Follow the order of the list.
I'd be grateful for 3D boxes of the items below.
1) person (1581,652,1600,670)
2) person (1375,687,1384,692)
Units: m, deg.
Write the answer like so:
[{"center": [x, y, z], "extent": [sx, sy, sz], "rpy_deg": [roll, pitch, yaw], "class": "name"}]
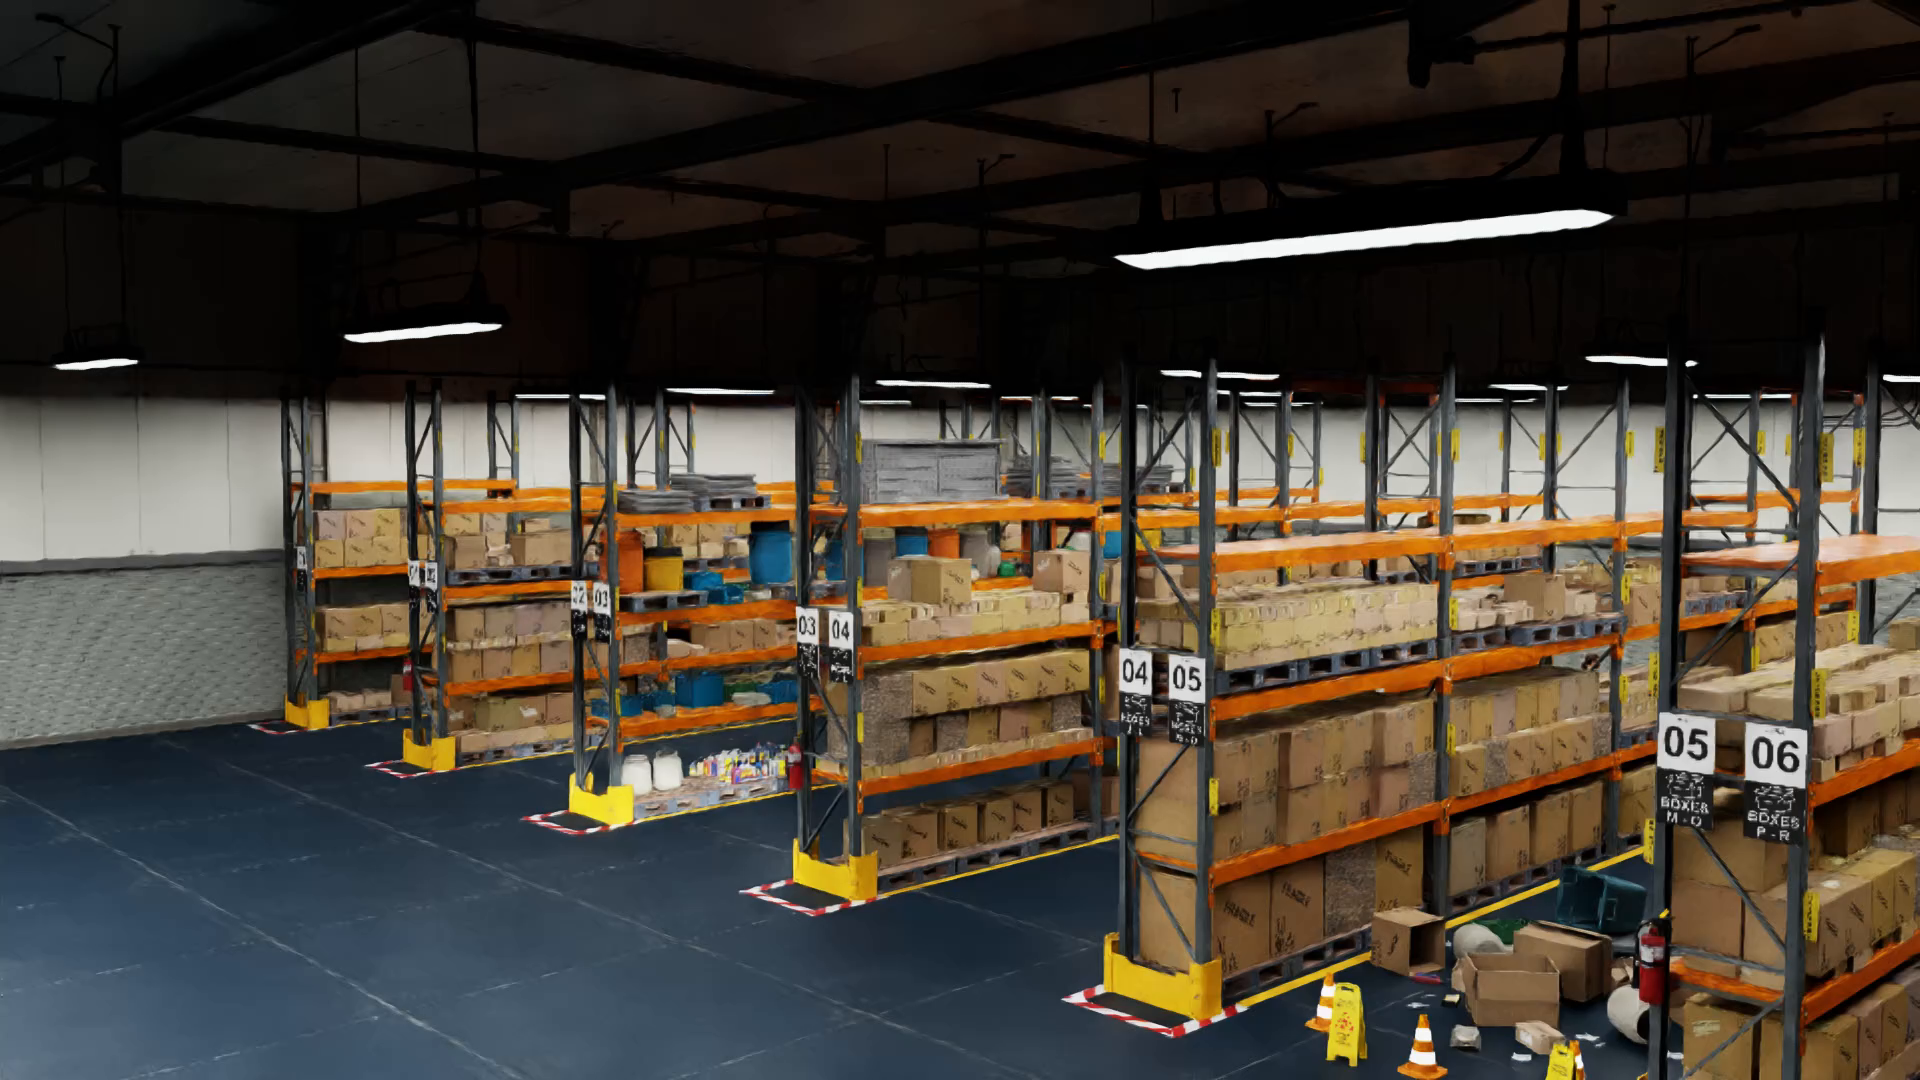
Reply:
[{"center": [10.054, 2.633, 26.410], "extent": [0.458, 1.661, 0.533], "rpy_deg": [2, 4, 30], "class": "person"}, {"center": [5.817, 2.826, 23.207], "extent": [1.121, 1.691, 0.577], "rpy_deg": [-3, 5, -41], "class": "person"}]
